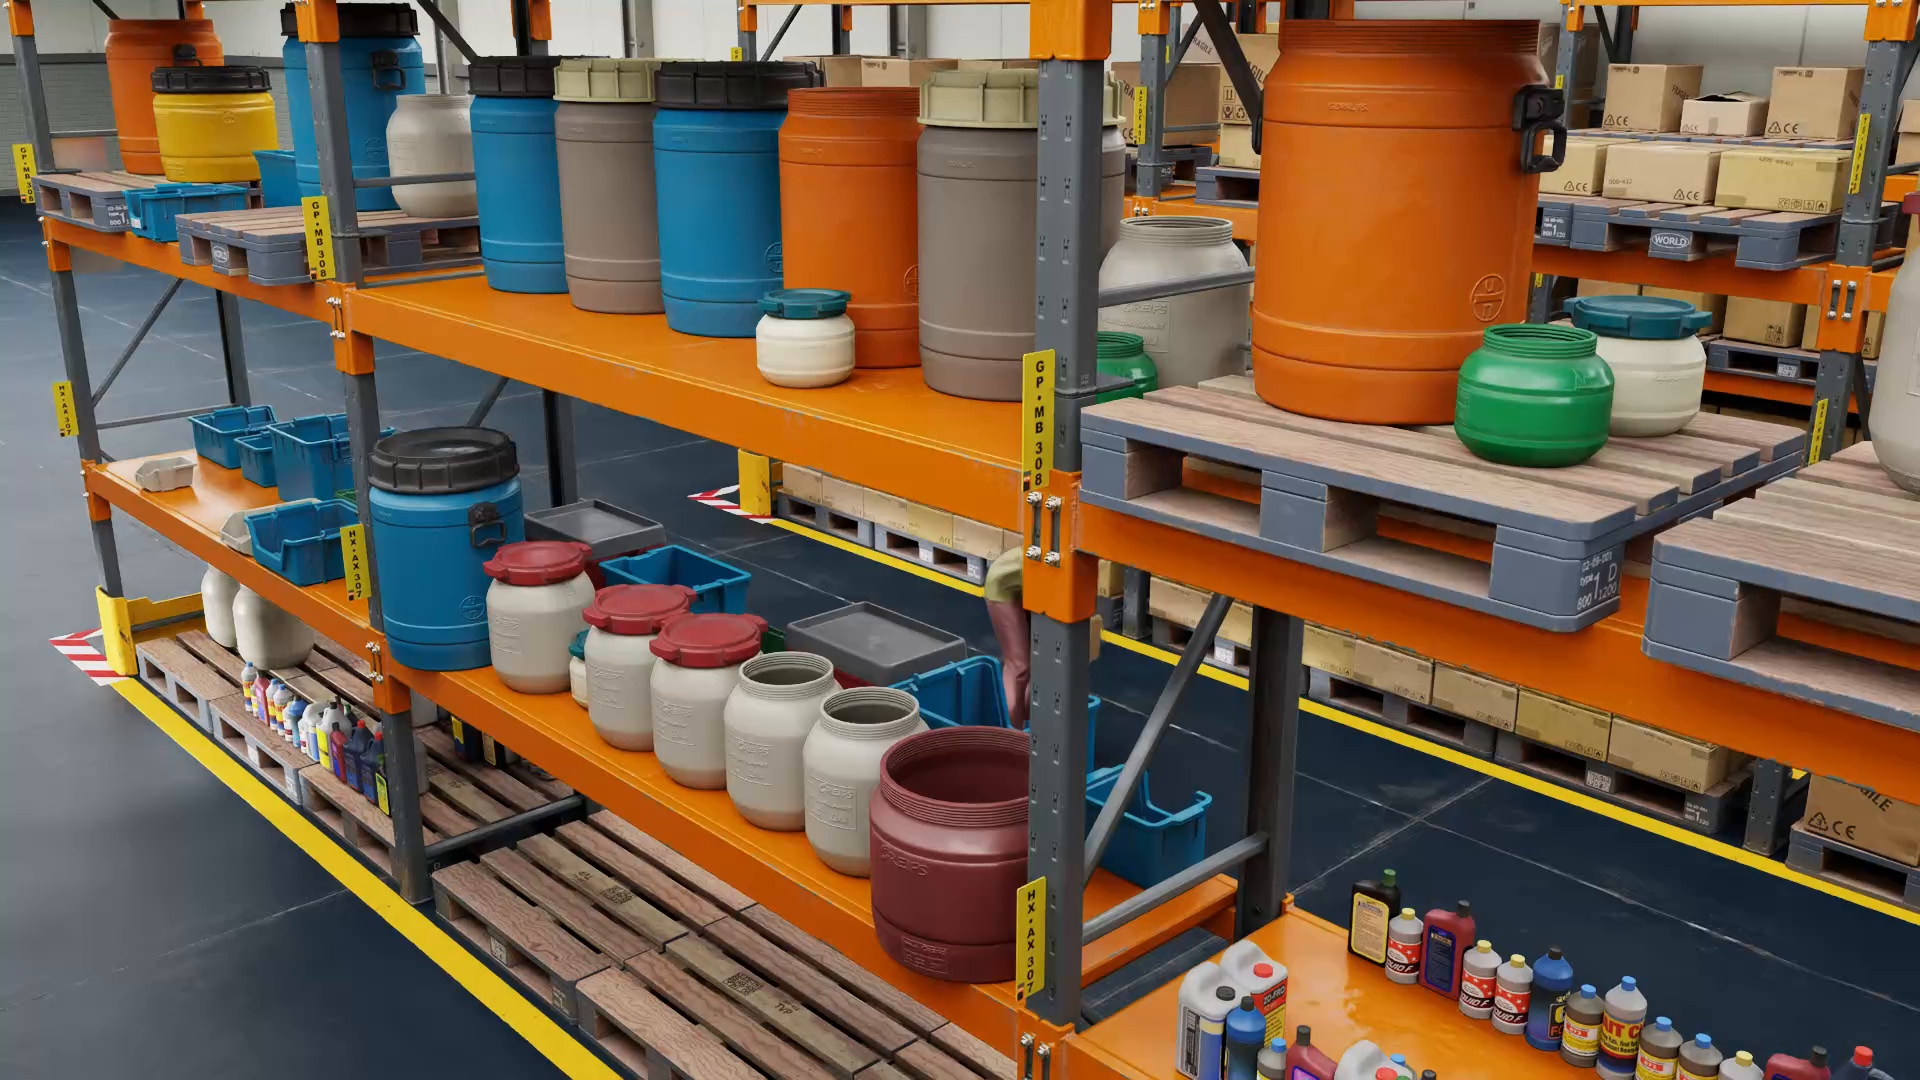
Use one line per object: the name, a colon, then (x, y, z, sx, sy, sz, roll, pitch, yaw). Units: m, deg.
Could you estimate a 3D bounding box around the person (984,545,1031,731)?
person: (0.472, 0.473, 9.018, 0.407, 1.394, 0.760, -17, 24, -42)
